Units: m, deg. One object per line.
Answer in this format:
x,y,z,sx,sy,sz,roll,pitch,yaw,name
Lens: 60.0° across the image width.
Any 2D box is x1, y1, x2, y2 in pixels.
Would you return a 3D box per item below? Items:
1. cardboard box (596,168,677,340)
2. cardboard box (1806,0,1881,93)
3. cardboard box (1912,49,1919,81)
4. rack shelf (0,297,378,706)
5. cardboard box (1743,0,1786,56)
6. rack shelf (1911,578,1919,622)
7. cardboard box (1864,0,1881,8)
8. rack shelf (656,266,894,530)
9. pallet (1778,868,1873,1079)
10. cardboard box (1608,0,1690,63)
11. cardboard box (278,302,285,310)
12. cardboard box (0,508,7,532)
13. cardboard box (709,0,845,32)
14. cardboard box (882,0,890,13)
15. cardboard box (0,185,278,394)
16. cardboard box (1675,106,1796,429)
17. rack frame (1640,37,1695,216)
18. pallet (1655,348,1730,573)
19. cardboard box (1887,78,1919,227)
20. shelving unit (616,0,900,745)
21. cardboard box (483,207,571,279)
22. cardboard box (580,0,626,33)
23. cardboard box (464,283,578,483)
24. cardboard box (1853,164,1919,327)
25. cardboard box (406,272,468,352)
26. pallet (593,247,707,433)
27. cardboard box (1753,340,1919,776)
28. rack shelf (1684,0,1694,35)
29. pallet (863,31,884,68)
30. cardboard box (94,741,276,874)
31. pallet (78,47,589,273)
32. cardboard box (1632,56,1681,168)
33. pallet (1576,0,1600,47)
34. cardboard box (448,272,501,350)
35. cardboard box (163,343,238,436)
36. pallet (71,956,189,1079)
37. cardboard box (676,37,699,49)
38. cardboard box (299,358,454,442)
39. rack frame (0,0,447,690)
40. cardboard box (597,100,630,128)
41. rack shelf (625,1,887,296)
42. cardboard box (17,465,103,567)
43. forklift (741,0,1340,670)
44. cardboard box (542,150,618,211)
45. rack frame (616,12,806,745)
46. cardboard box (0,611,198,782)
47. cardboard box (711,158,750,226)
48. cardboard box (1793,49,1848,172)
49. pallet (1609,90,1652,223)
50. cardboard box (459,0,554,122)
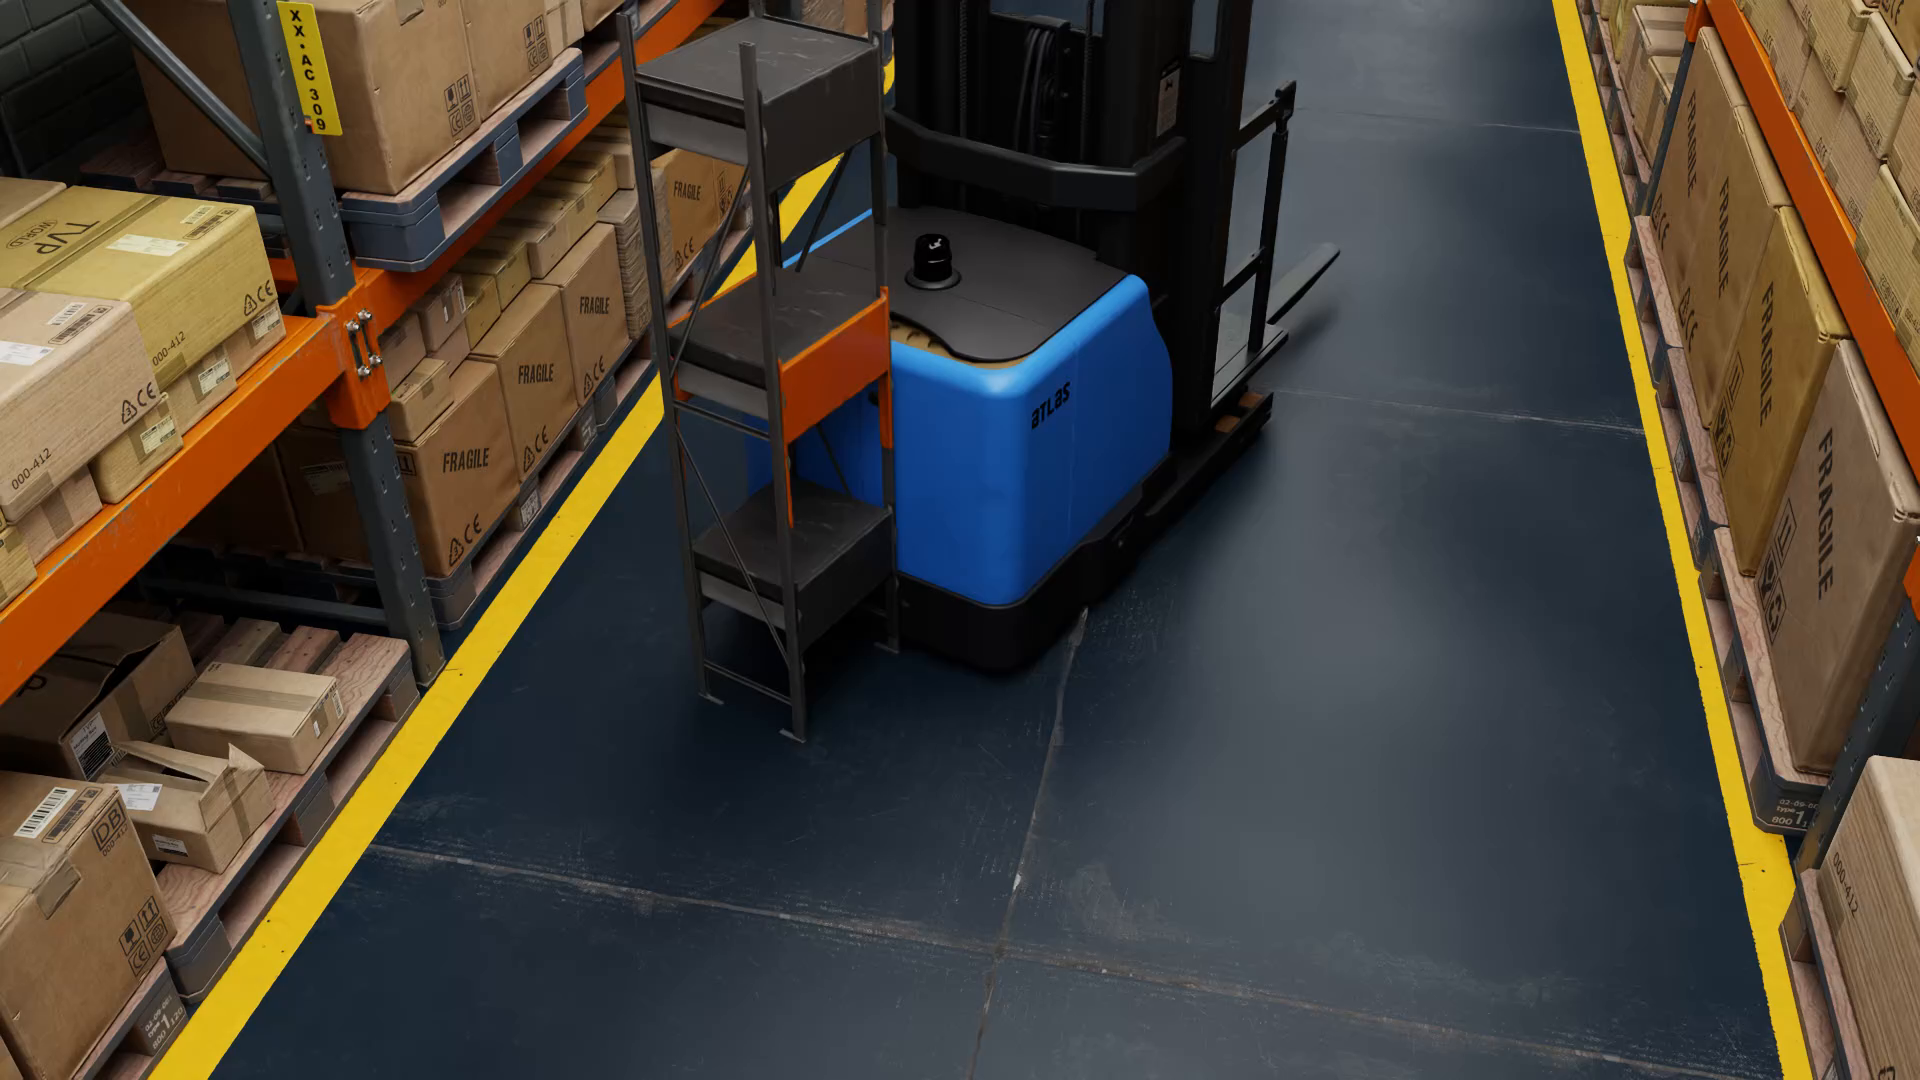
-1.454,-1.148,6.549,0.500,0.500,0.500,6,36,8,cardboard box
2.895,-1.538,5.017,0.500,0.250,0.500,8,37,11,cardboard box
2.695,-1.262,3.998,0.500,0.500,0.500,8,37,11,cardboard box
-2.536,0.586,2.998,1.077,0.370,4.000,7,37,10,rack shelf
3.153,-1.919,5.969,0.500,0.250,0.500,6,36,9,cardboard box
2.314,1.206,2.143,1.077,0.370,4.000,7,37,10,rack shelf
2.918,-1.849,4.808,0.500,0.500,0.500,8,37,11,cardboard box
-0.495,-0.420,4.563,0.431,0.518,0.480,21,41,26,rack shelf
2.502,1.323,3.744,1.003,0.211,1.213,7,37,10,pallet
4.043,-2.812,8.955,0.950,0.372,0.625,8,37,12,cardboard box
-2.261,-0.671,5.339,0.380,0.149,0.250,7,37,10,cardboard box
-2.191,-0.016,3.090,0.500,0.250,0.500,7,37,10,cardboard box
-1.108,-2.709,8.598,0.875,0.625,0.625,8,37,11,cardboard box
-0.832,-3.471,9.649,0.875,0.625,0.625,6,36,8,cardboard box
-1.979,-0.589,3.881,0.500,0.250,0.500,8,37,11,cardboard box
3.172,-0.938,5.941,0.875,0.875,0.875,8,37,11,cardboard box
3.596,-2.525,6.678,1.000,3.000,0.127,7,37,10,rack frame
3.091,-0.256,5.923,1.003,0.211,1.213,7,37,10,pallet
2.697,-0.944,4.199,0.500,0.250,0.500,8,37,11,cardboard box
-0.495,-0.431,4.555,0.431,2.100,0.503,21,41,26,shelving unit
-1.610,-1.059,5.875,0.380,0.149,0.250,7,37,10,cardboard box
-1.509,-2.059,5.591,0.700,0.500,0.500,7,37,10,cardboard box
-1.682,-0.565,5.746,0.500,0.500,0.500,7,36,9,cardboard box
2.701,-0.752,4.359,0.500,0.250,0.500,7,36,9,cardboard box
-1.764,-0.720,5.154,0.380,0.149,0.250,6,36,8,cardboard box
-1.714,-0.895,6.806,1.003,0.211,1.213,7,37,10,pallet
2.795,0.093,4.518,0.875,0.875,0.875,8,37,11,cardboard box
4.023,-3.380,8.471,1.077,0.370,4.000,7,37,10,rack shelf
-1.040,-2.483,8.996,1.003,0.211,1.213,7,37,10,pallet
-2.017,0.646,4.275,0.396,0.266,0.258,9,37,12,cardboard box
-1.831,-1.219,5.039,1.003,0.211,1.213,7,37,10,pallet
3.726,-1.954,7.771,0.950,0.372,0.625,5,36,7,cardboard box
4.285,-3.243,10.044,1.003,0.211,1.213,7,37,10,pallet
-1.745,-0.762,5.464,0.380,0.149,0.250,6,36,8,cardboard box
-1.965,-0.384,3.937,0.380,0.149,0.250,8,37,11,cardboard box
-2.515,1.372,3.677,1.003,0.211,1.213,7,37,10,pallet
-1.141,-2.090,7.298,0.380,0.149,0.250,6,36,8,cardboard box
-1.772,-0.445,5.027,0.380,0.149,0.250,9,37,12,cardboard box
-2.109,-0.852,4.369,1.000,3.000,0.127,7,37,10,rack frame
-1.393,-1.656,6.699,0.380,0.149,0.250,7,36,9,cardboard box
-0.495,-0.987,4.153,0.431,0.518,0.480,21,41,26,rack shelf
-2.079,-0.085,3.525,0.380,0.149,0.250,8,37,11,cardboard box
0.524,-1.621,5.489,1.130,2.935,3.031,21,41,26,forklift
-1.525,-1.360,6.289,0.380,0.149,0.250,7,37,10,cardboard box
-0.627,-0.311,4.389,0.400,2.100,0.015,21,41,26,rack frame
-2.481,0.416,4.553,0.500,0.311,0.500,9,37,12,cardboard box
-1.252,-1.748,7.378,0.500,0.500,0.500,7,36,9,cardboard box
2.933,-1.335,5.164,0.500,0.250,0.500,7,37,10,cardboard box
3.764,-1.844,8.114,1.003,0.211,1.213,7,37,10,pallet
-1.676,-1.609,4.970,0.700,0.500,0.500,8,37,10,cardboard box
